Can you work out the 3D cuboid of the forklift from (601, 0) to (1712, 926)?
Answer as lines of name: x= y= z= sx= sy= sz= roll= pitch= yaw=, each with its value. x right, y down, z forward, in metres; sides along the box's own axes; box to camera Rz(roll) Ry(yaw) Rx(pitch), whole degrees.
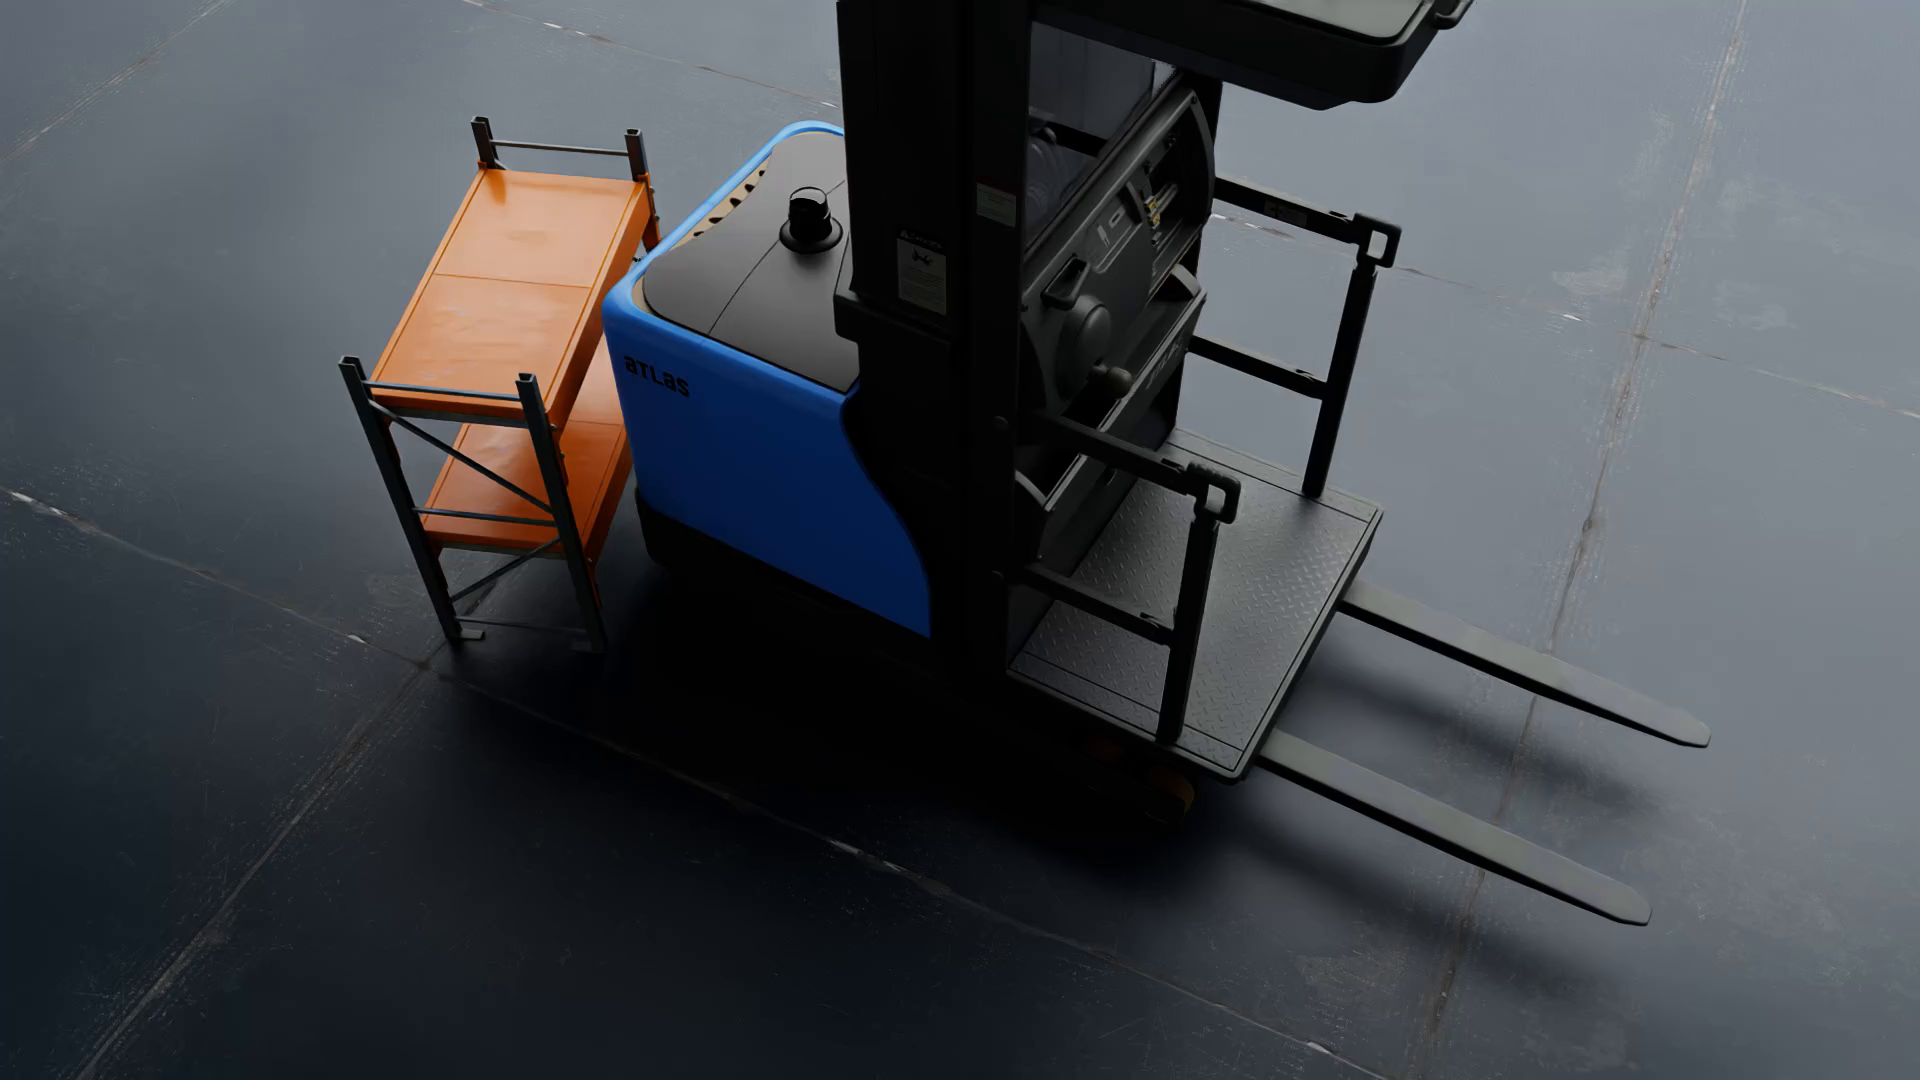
forklift: x=0.564 y=-0.639 z=3.870 sx=3.031 sy=2.935 sz=1.130 roll=24 pitch=54 yaw=19

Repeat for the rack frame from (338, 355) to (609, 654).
rack frame: x=-1.301 y=-0.061 z=4.563 sx=0.500 sy=1.125 sz=0.032 roll=6 pitch=50 yaw=5

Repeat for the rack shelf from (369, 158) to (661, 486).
rack shelf: x=-1.233 y=-0.635 z=4.666 sx=0.538 sy=0.278 sz=1.000 roll=6 pitch=50 yaw=5

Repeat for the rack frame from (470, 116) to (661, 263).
rack frame: x=-1.163 y=-0.828 z=5.215 sx=0.500 sy=1.125 sz=0.032 roll=6 pitch=50 yaw=5

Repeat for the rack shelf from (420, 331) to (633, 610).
rack shelf: x=-1.231 y=-0.286 z=5.075 sx=0.538 sy=0.278 sz=1.000 roll=6 pitch=50 yaw=5

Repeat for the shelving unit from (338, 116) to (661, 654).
shelving unit: x=-1.232 y=-0.445 z=4.889 sx=0.538 sy=1.125 sz=1.048 roll=6 pitch=50 yaw=5
